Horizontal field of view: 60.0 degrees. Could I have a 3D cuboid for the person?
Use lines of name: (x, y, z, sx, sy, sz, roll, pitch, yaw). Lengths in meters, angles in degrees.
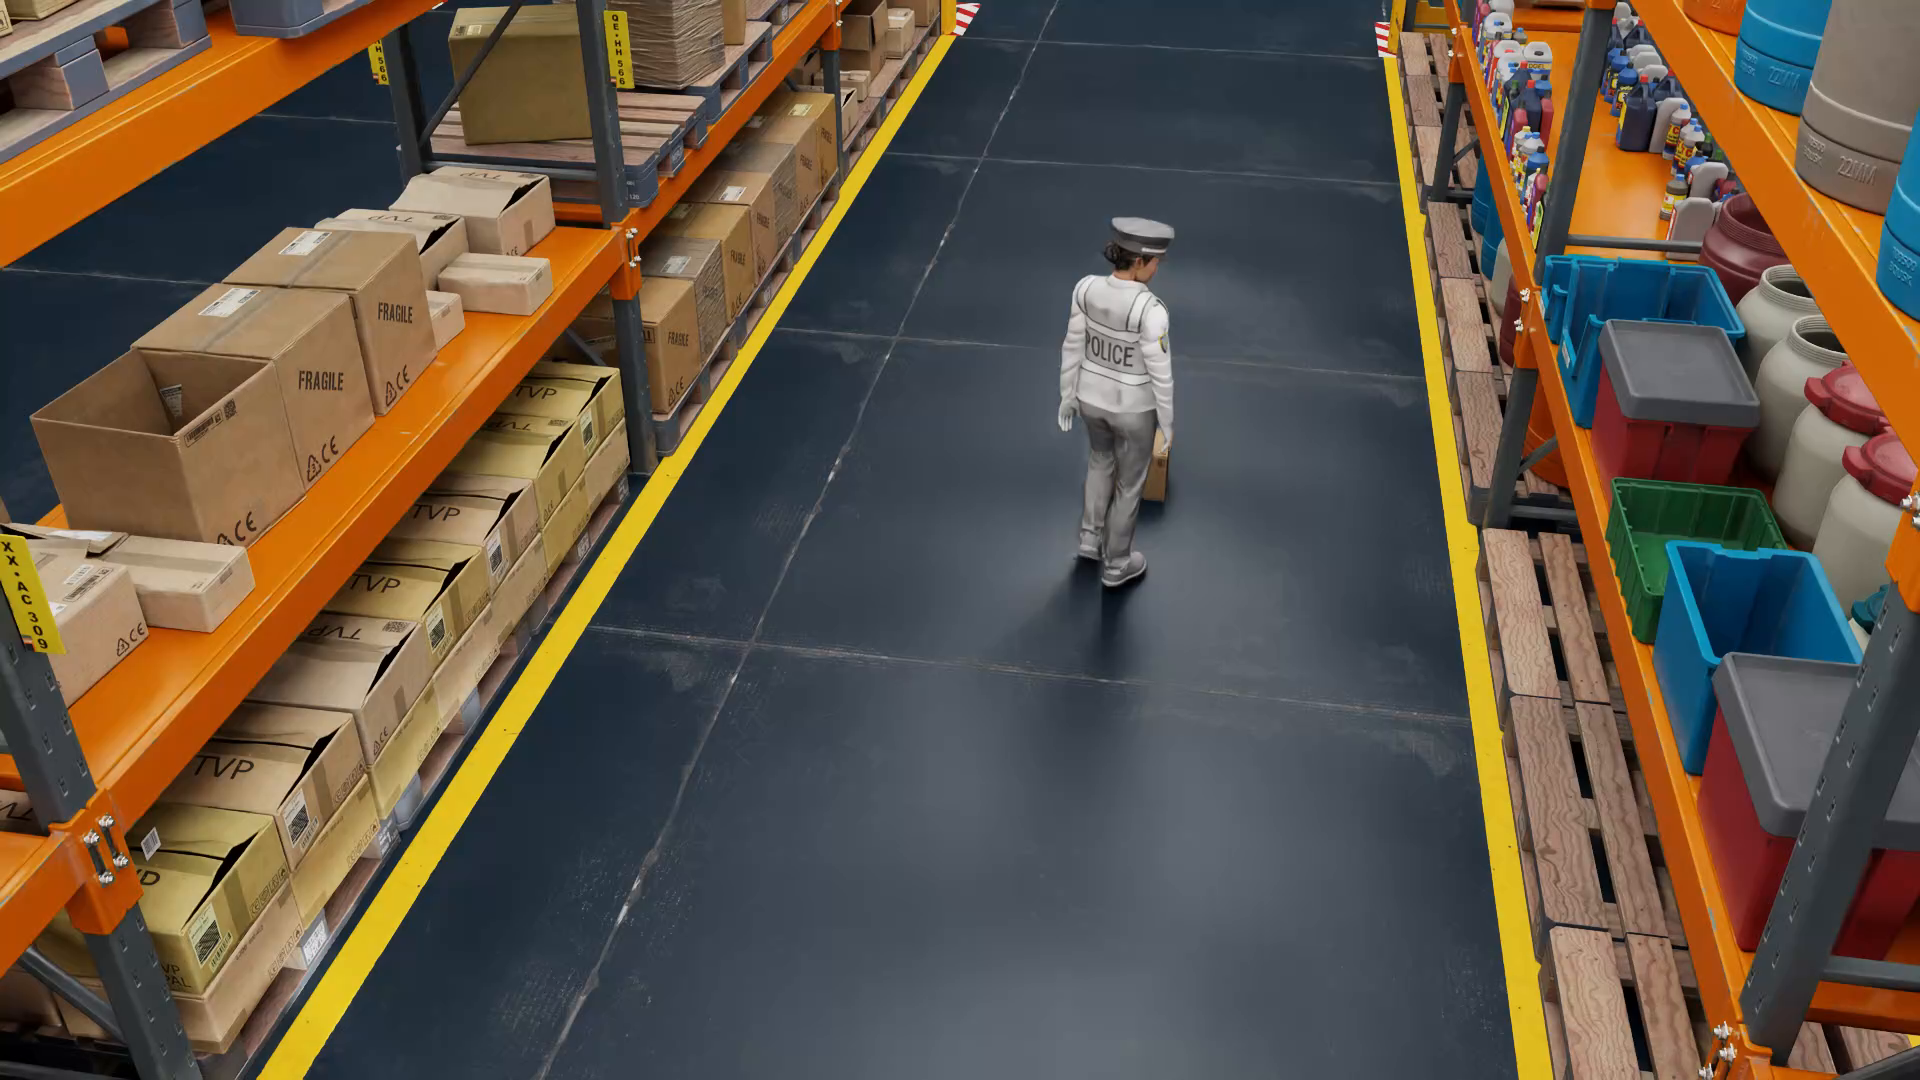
person: (0.694, -0.544, 6.985, 0.517, 1.709, 0.380, 24, 40, 32)
